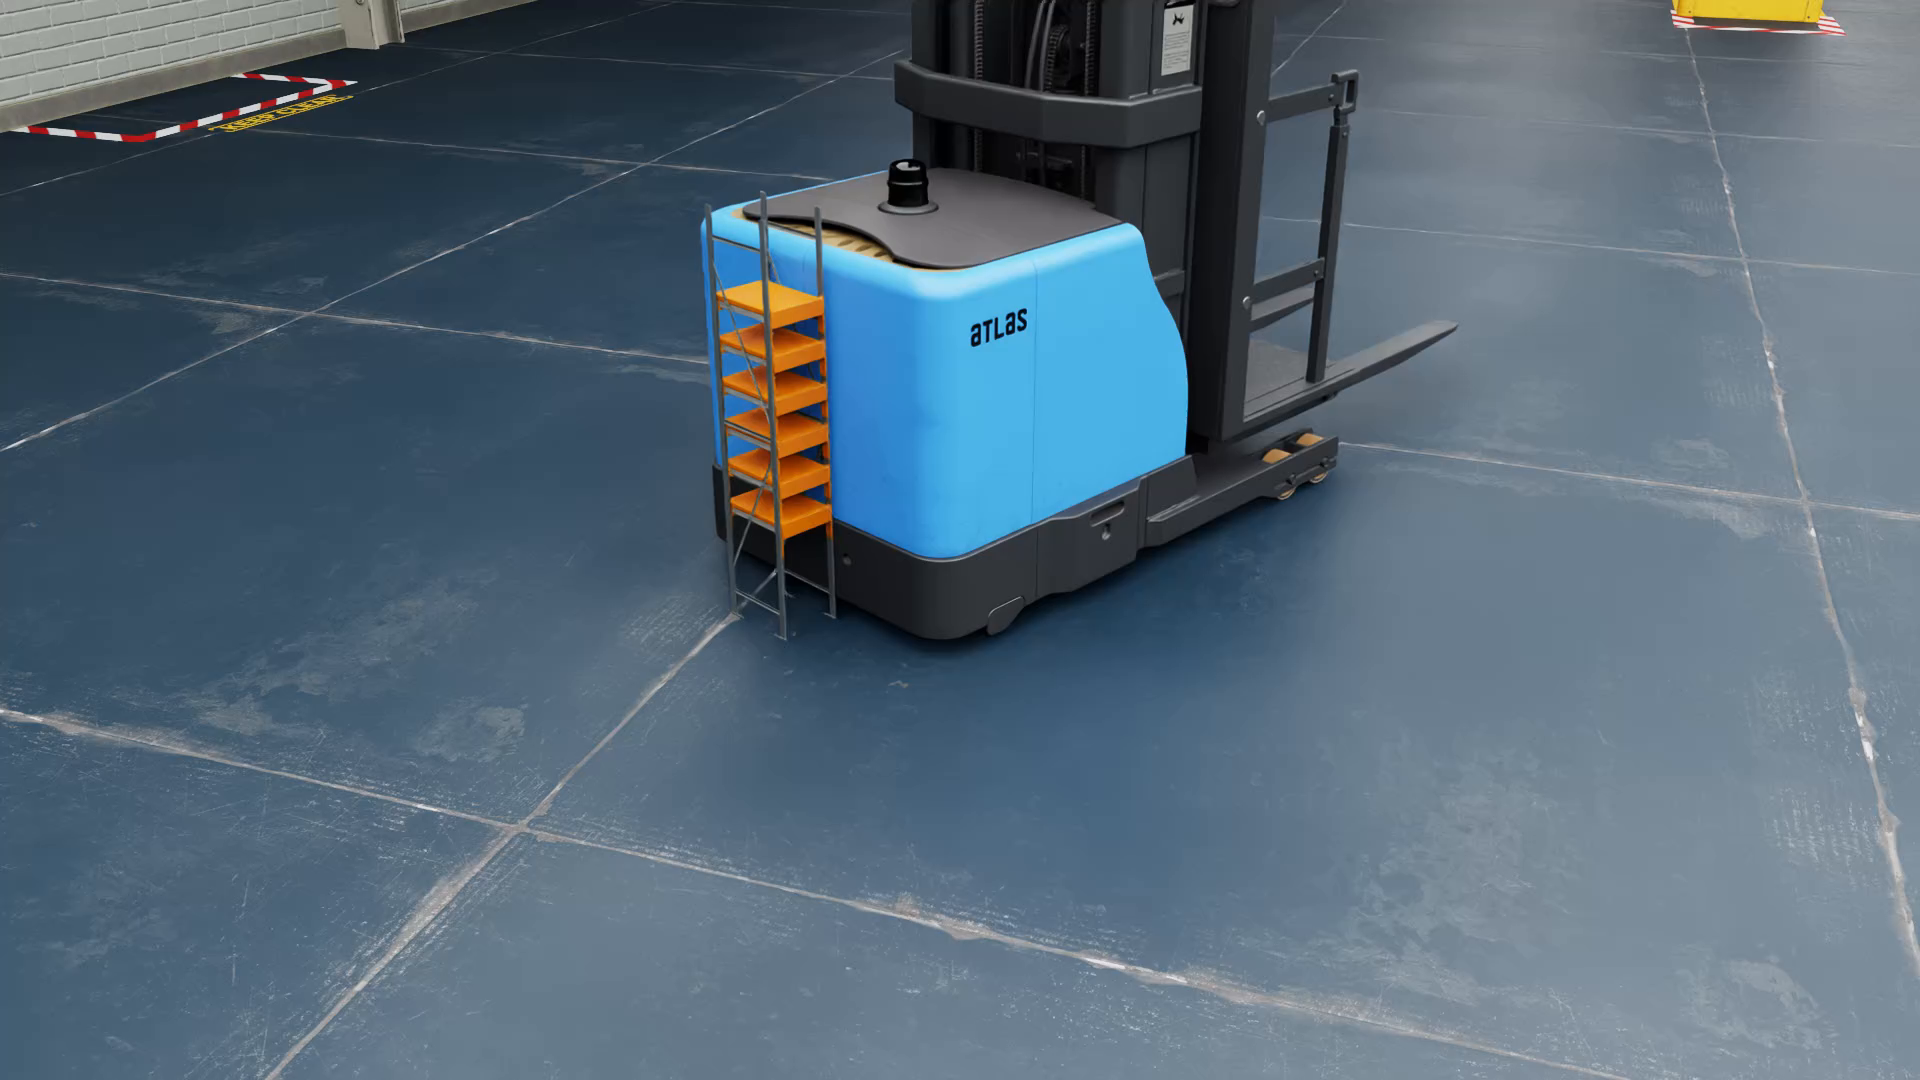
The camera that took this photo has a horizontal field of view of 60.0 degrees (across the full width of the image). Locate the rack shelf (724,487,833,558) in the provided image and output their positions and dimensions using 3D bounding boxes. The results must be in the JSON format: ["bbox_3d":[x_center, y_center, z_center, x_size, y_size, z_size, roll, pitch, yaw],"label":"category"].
[{"bbox_3d":[-0.507,-0.063,4.656,0.258,0.103,0.180,23,34,39],"label":"rack shelf"}]

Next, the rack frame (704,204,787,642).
[{"bbox_3d":[-0.572,-0.291,4.473,0.240,1.200,0.006,23,34,39],"label":"rack frame"}]

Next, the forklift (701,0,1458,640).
[{"bbox_3d":[0.641,-1.593,5.177,1.130,2.935,3.031,23,34,39],"label":"forklift"}]

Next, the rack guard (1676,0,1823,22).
[{"bbox_3d":[7.096,-4.949,14.898,1.175,0.500,0.348,9,27,17],"label":"rack guard"}]

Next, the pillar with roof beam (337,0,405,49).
[{"bbox_3d":[-0.747,-7.496,10.406,9.100,9.000,0.400,9,27,17],"label":"pillar with roof beam"}]

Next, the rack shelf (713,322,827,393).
[{"bbox_3d":[-0.507,-0.495,4.447,0.258,0.103,0.180,23,34,39],"label":"rack shelf"}]

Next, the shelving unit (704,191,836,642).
[{"bbox_3d":[-0.507,-0.319,4.532,0.258,1.200,0.189,23,34,39],"label":"shelving unit"}]

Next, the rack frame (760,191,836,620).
[{"bbox_3d":[-0.443,-0.347,4.590,0.240,1.200,0.006,23,34,39],"label":"rack frame"}]

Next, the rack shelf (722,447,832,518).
[{"bbox_3d":[-0.507,-0.171,4.603,0.258,0.103,0.180,23,34,39],"label":"rack shelf"}]

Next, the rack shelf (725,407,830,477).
[{"bbox_3d":[-0.507,-0.279,4.551,0.258,0.103,0.180,23,34,39],"label":"rack shelf"}]

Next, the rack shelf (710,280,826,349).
[{"bbox_3d":[-0.507,-0.603,4.394,0.258,0.103,0.180,23,34,39],"label":"rack shelf"}]

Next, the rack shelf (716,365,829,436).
[{"bbox_3d":[-0.507,-0.387,4.499,0.258,0.103,0.180,23,34,39],"label":"rack shelf"}]
